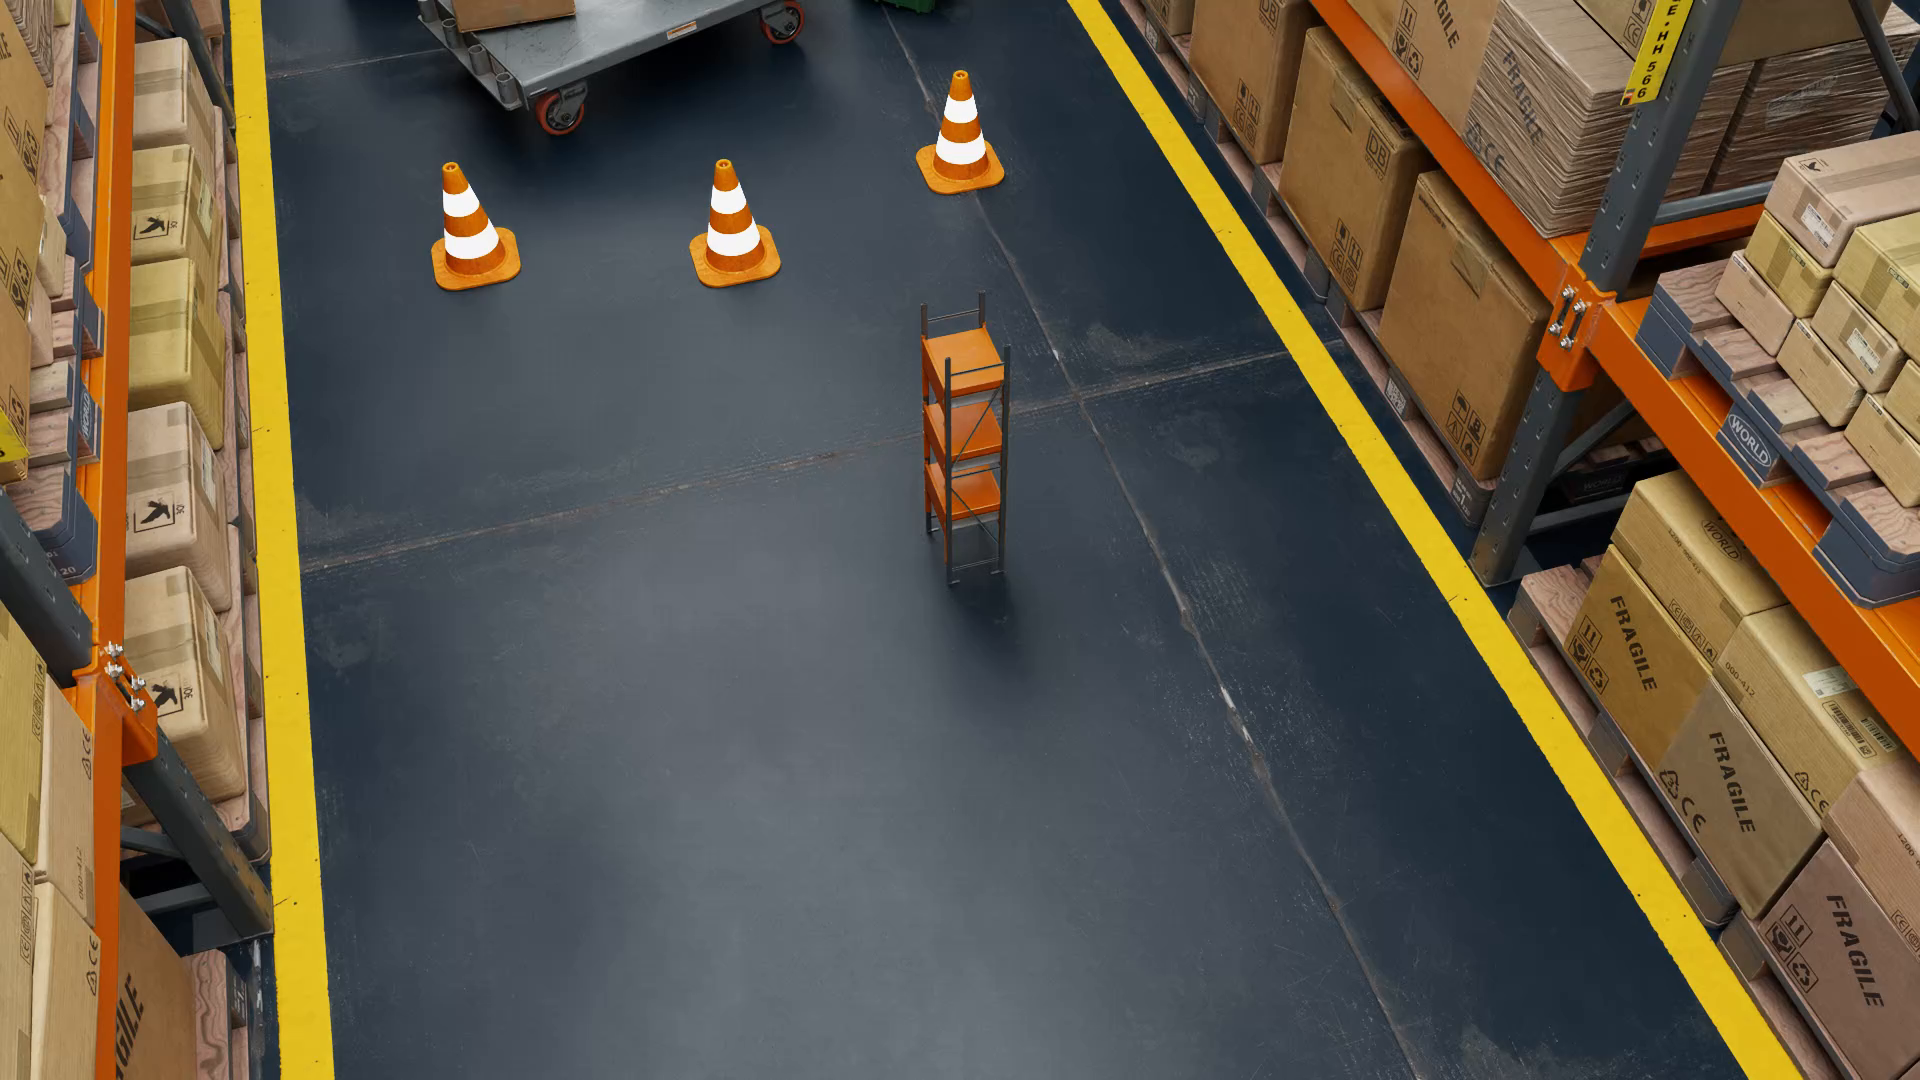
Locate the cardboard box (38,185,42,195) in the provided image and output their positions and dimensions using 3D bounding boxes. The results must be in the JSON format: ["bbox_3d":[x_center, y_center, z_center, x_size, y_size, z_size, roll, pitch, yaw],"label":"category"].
[{"bbox_3d":[-2.685,-0.885,4.424,0.380,0.149,0.250,-11,51,-9],"label":"cardboard box"}]

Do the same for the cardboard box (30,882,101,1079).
[{"bbox_3d":[-1.907,0.965,3.072,0.500,0.250,0.500,-12,51,-10],"label":"cardboard box"}]

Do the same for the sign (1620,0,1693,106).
[{"bbox_3d":[1.699,-1.202,4.044,0.100,0.325,0.005,-13,51,-11],"label":"sign"}]

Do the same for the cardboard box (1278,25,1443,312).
[{"bbox_3d":[1.873,-1.469,6.224,1.050,0.750,0.750,-13,51,-10],"label":"cardboard box"}]

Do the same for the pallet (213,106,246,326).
[{"bbox_3d":[-3.422,-1.218,6.638,1.003,0.211,1.213,-13,51,-11],"label":"pallet"}]

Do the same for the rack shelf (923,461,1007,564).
[{"bbox_3d":[0.016,-0.113,5.536,0.215,0.259,0.240,-13,51,-11],"label":"rack shelf"}]

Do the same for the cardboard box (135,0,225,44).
[{"bbox_3d":[-3.570,-2.426,7.357,0.500,0.250,0.500,-15,52,-13],"label":"cardboard box"}]

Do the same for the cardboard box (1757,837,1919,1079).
[{"bbox_3d":[2.502,1.029,4.281,0.500,0.500,0.500,-14,51,-12],"label":"cardboard box"}]

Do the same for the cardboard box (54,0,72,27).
[{"bbox_3d":[-2.949,-1.677,5.092,0.380,0.149,0.250,-13,51,-11],"label":"cardboard box"}]

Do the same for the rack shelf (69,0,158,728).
[{"bbox_3d":[-3.062,-0.992,5.095,1.077,0.370,4.000,-13,51,-11],"label":"rack shelf"}]

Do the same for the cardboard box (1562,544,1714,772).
[{"bbox_3d":[2.194,0.288,4.905,0.500,0.500,0.500,-15,52,-13],"label":"cardboard box"}]

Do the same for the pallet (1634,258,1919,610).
[{"bbox_3d":[2.541,-0.398,4.249,1.213,0.211,1.003,-13,51,-11],"label":"pallet"}]

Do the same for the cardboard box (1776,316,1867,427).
[{"bbox_3d":[2.247,-0.442,4.051,0.380,0.149,0.250,-11,51,-9],"label":"cardboard box"}]

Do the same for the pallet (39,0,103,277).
[{"bbox_3d":[-3.095,-1.138,4.873,1.003,0.211,1.213,-13,51,-11],"label":"pallet"}]

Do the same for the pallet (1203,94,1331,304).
[{"bbox_3d":[1.710,-1.540,6.910,1.003,0.211,1.213,-13,51,-11],"label":"pallet"}]

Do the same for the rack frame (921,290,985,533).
[{"bbox_3d":[-0.020,-0.388,5.391,0.200,1.050,0.008,-13,51,-11],"label":"rack frame"}]

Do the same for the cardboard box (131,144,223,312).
[{"bbox_3d":[-3.280,-1.066,6.131,0.950,0.372,0.625,-10,51,-9],"label":"cardboard box"}]

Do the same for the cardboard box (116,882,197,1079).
[{"bbox_3d":[-2.345,1.309,3.799,0.875,0.875,0.875,-14,51,-11],"label":"cardboard box"}]

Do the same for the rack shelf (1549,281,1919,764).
[{"bbox_3d":[2.820,0.736,3.638,1.077,0.370,4.000,-13,51,-11],"label":"rack shelf"}]

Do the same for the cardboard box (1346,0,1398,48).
[{"bbox_3d":[1.545,-1.987,5.397,0.500,0.500,0.500,-14,51,-12],"label":"cardboard box"}]

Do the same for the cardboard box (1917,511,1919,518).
[{"bbox_3d":[2.409,-0.049,3.719,0.380,0.149,0.250,-11,51,-9],"label":"cardboard box"}]

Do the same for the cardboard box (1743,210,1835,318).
[{"bbox_3d":[2.180,-0.708,4.080,0.380,0.149,0.250,-11,51,-9],"label":"cardboard box"}]

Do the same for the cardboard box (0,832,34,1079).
[{"bbox_3d":[-1.929,0.794,2.890,0.500,0.250,0.500,-14,51,-12],"label":"cardboard box"}]

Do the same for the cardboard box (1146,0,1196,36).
[{"bbox_3d":[1.315,-2.855,7.392,1.050,0.750,0.750,-14,51,-11],"label":"cardboard box"}]

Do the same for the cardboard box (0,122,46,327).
[{"bbox_3d":[-2.543,-0.787,3.917,0.500,0.500,0.500,-11,51,-9],"label":"cardboard box"}]

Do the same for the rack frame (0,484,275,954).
[{"bbox_3d":[-2.470,0.237,3.589,1.000,3.000,0.127,-13,51,-11],"label":"rack frame"}]

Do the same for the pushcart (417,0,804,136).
[{"bbox_3d":[-1.490,-2.392,7.519,1.648,0.377,0.936,-30,56,-23],"label":"pushcart"}]

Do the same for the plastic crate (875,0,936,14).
[{"bbox_3d":[-0.257,-2.821,7.968,0.450,0.188,0.662,16,51,0],"label":"plastic crate"}]

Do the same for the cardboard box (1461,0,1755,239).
[{"bbox_3d":[1.839,-1.257,4.782,0.500,0.500,0.500,-13,51,-11],"label":"cardboard box"}]

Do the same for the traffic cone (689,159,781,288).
[{"bbox_3d":[-0.908,-1.292,6.537,0.336,0.463,0.334,-13,51,-11],"label":"traffic cone"}]

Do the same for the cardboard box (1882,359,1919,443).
[{"bbox_3d":[2.344,-0.316,3.750,0.380,0.149,0.250,-15,51,-12],"label":"cardboard box"}]

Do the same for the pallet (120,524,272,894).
[{"bbox_3d":[-2.700,0.564,5.136,1.003,0.211,1.213,-13,51,-11],"label":"pallet"}]

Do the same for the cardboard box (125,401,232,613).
[{"bbox_3d":[-2.854,-0.004,5.235,0.950,0.372,0.625,-14,51,-12],"label":"cardboard box"}]

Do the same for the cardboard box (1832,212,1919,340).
[{"bbox_3d":[2.262,-0.625,3.816,0.380,0.149,0.250,-15,51,-12],"label":"cardboard box"}]

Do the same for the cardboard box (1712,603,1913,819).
[{"bbox_3d":[2.351,0.401,4.320,0.500,0.250,0.500,-14,51,-11],"label":"cardboard box"}]

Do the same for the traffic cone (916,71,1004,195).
[{"bbox_3d":[0.000,-1.739,6.914,0.336,0.463,0.334,-13,51,-11],"label":"traffic cone"}]

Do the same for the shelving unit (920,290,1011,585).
[{"bbox_3d":[0.016,-0.299,5.316,0.215,1.050,0.252,-13,51,-11],"label":"shelving unit"}]

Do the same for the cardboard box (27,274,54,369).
[{"bbox_3d":[-2.477,-0.521,4.117,0.380,0.149,0.250,-16,52,-13],"label":"cardboard box"}]

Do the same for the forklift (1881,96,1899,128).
[{"bbox_3d":[4.572,-1.763,5.319,1.130,2.935,3.031,-13,51,-11],"label":"forklift"}]

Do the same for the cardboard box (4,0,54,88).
[{"bbox_3d":[-2.847,-1.540,4.552,0.500,0.500,0.500,-15,52,-12],"label":"cardboard box"}]

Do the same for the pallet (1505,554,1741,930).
[{"bbox_3d":[2.458,0.514,5.179,1.003,0.211,1.213,-13,51,-11],"label":"pallet"}]
